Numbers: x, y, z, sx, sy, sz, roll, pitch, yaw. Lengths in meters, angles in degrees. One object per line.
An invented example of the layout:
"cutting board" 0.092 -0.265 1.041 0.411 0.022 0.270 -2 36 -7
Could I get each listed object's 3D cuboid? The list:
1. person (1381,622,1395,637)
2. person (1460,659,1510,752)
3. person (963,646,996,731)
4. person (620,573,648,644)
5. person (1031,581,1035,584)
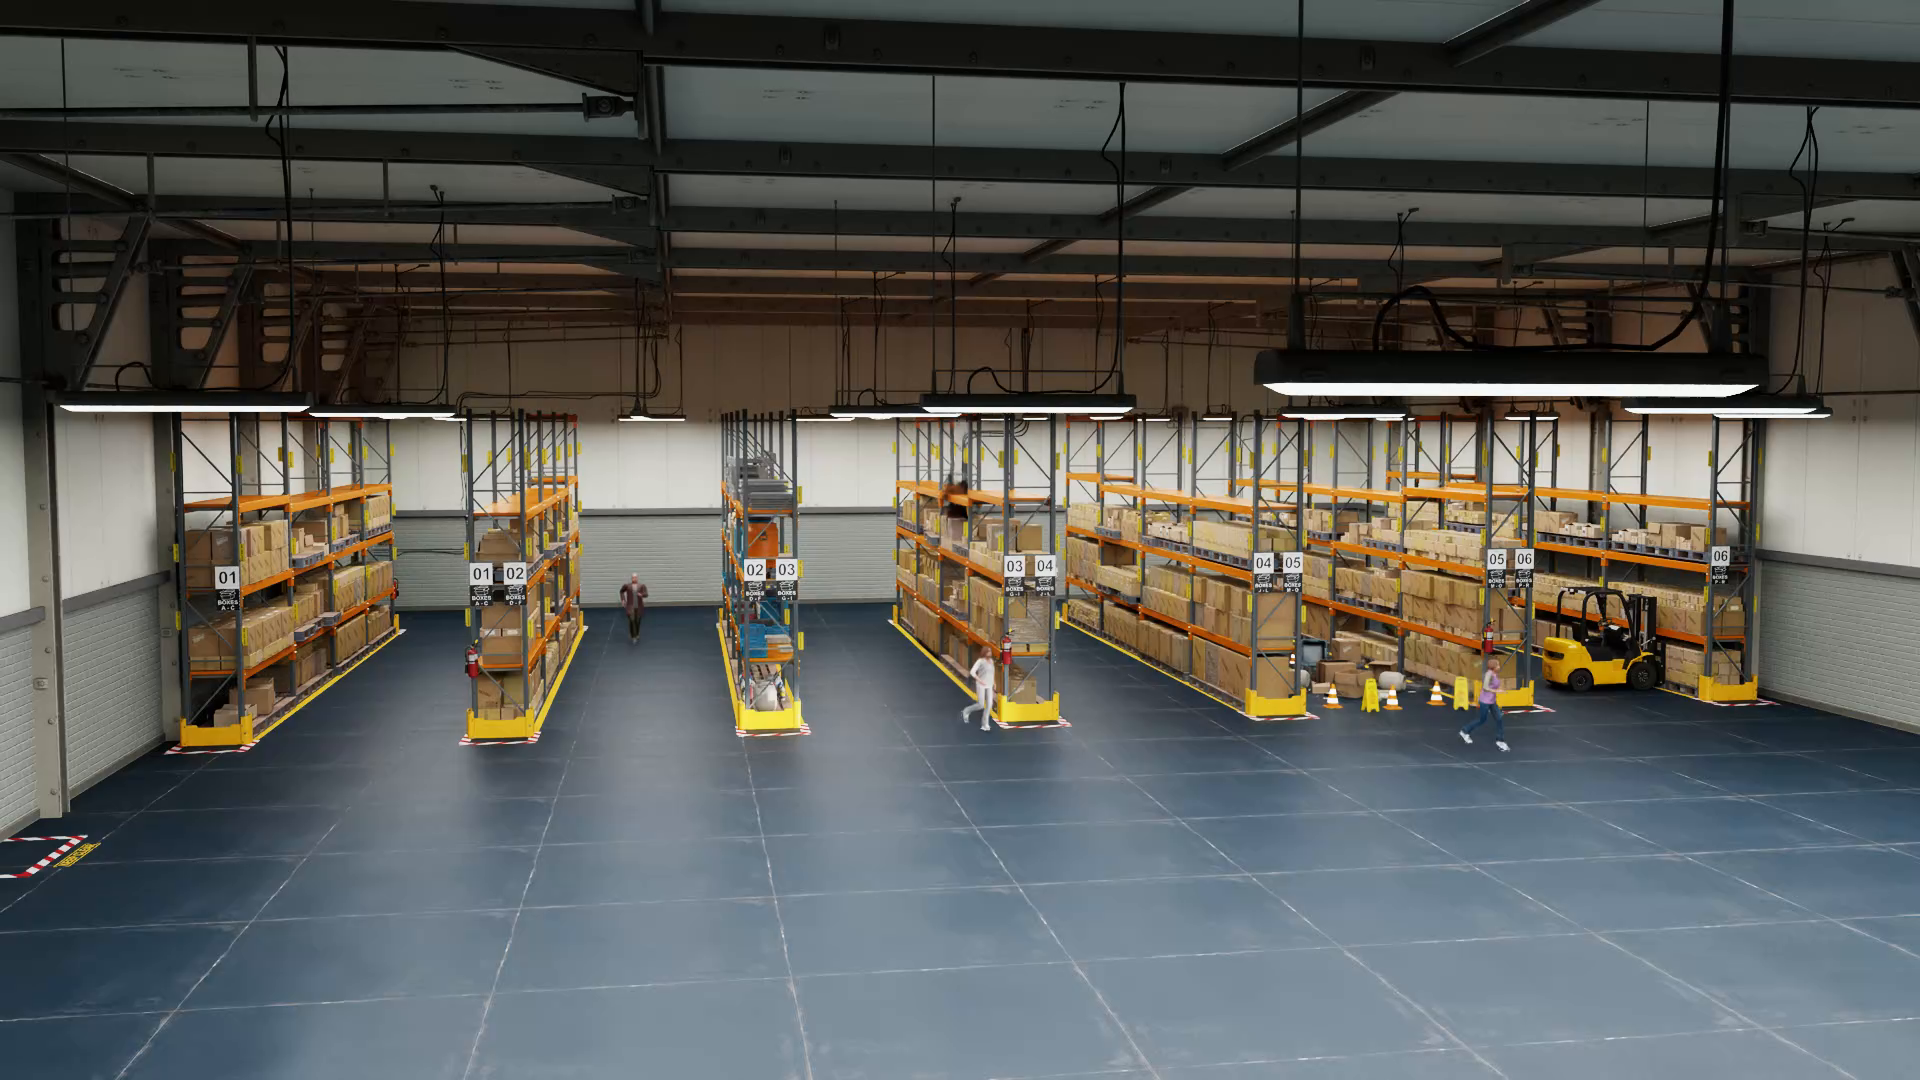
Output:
"person" 11.121 1.867 43.099 0.643 1.720 0.752 0 4 -6
"person" 9.273 2.885 29.318 0.903 1.606 0.563 3 5 35
"person" 0.459 2.770 31.272 0.602 1.545 0.742 -4 5 -42
"person" -8.518 1.775 43.571 0.687 1.808 0.988 -2 4 -21
"person" 1.822 1.517 48.221 0.745 1.693 0.531 2 4 25
